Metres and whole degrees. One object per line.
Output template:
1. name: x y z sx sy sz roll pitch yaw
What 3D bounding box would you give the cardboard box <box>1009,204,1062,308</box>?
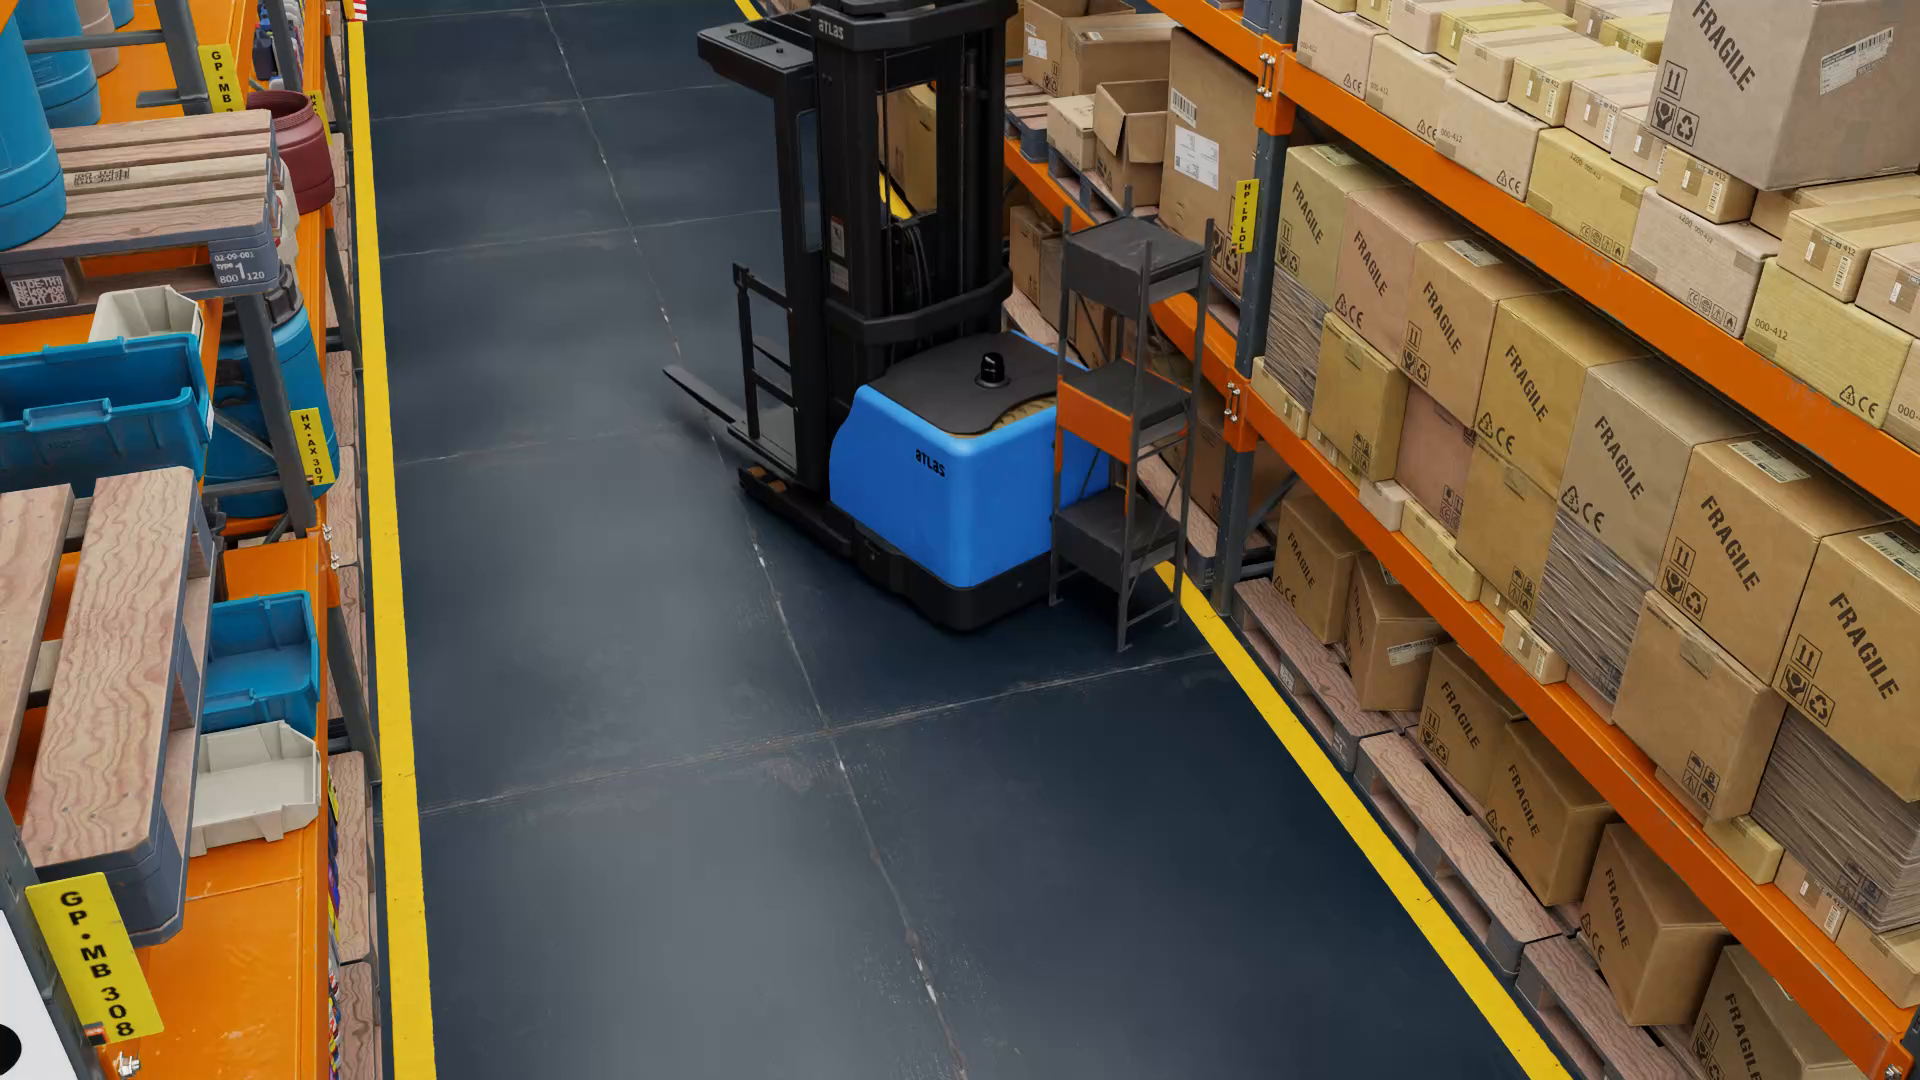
1. cardboard box: 0.738 -1.874 10.734 0.700 0.500 0.500 -12 35 -17

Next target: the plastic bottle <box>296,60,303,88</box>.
1. plastic bottle: -4.318 -3.028 10.728 0.097 0.271 0.097 0 33 0

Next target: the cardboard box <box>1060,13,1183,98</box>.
1. cardboard box: 0.983 -2.746 9.713 0.700 0.500 0.500 -5 34 -8

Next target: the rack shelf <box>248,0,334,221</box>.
1. rack shelf: -4.812 -2.999 11.220 1.077 0.370 4.000 -10 35 -15

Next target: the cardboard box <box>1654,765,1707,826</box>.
1. cardboard box: 2.409 0.720 5.167 0.380 0.149 0.250 -10 35 -15

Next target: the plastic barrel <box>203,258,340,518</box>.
1. plastic barrel: -2.812 -0.612 6.501 0.600 0.901 0.708 -10 35 -15

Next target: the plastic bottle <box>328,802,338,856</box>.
1. plastic bottle: -2.511 1.062 6.426 0.144 0.351 0.185 -11 35 -16

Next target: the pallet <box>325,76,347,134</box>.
1. pallet: -5.684 -3.566 13.954 1.003 0.211 1.213 -10 35 -15

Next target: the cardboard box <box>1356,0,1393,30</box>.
1. cardboard box: 1.686 -1.986 6.089 0.380 0.149 0.250 -12 35 -17

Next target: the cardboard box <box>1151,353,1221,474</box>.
1. cardboard box: 1.440 -0.702 8.960 0.700 0.500 0.500 -10 35 -15

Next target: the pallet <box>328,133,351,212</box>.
1. pallet: -5.227 -2.774 12.756 1.003 0.211 1.213 -10 35 -15

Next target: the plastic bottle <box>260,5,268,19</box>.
1. plastic bottle: -4.801 -3.585 11.571 0.097 0.271 0.097 0 33 0

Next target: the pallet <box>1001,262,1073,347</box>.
1. pallet: 0.751 -1.508 10.841 1.003 0.211 1.213 -10 35 -15

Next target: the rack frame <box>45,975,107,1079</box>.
1. rack frame: -1.762 1.951 3.077 1.000 3.000 0.127 -10 35 -15

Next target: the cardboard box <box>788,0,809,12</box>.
1. cardboard box: -1.105 -5.304 15.602 0.875 0.875 0.875 -10 35 -15

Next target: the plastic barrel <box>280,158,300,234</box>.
1. plastic barrel: -3.685 -1.792 8.639 0.421 0.512 0.421 0 33 0

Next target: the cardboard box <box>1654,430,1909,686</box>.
1. cardboard box: 2.394 0.026 4.722 0.500 0.500 0.500 -10 35 -15

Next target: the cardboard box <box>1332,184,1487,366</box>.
1. cardboard box: 1.784 -1.024 6.311 0.500 0.500 0.500 -10 35 -15

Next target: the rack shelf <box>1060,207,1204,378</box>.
1. rack shelf: 0.755 -1.084 7.241 0.431 0.518 0.480 -24 41 -32

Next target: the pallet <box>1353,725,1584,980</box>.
1. pallet: 2.349 1.170 6.788 1.003 0.211 1.213 -10 35 -15

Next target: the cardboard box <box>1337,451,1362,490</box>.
1. cardboard box: 1.766 -0.324 6.747 0.380 0.149 0.250 -10 35 -15

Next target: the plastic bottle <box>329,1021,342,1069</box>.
1. plastic bottle: -2.153 1.669 5.579 0.097 0.271 0.097 0 33 0

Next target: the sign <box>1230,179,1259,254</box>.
1. sign: 1.207 -1.370 7.052 0.100 0.325 0.005 -10 35 -15

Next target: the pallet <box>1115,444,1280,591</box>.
1. pallet: 1.496 -0.227 8.902 1.003 0.211 1.213 -10 35 -15

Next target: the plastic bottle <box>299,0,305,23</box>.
1. plastic bottle: -4.831 -3.901 11.978 0.144 0.351 0.185 -10 35 -15

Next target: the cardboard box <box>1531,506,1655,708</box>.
1. cardboard box: 2.435 0.147 5.447 0.875 0.500 0.500 -10 35 -15

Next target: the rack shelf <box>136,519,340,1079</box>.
1. rack shelf: -2.372 1.201 4.864 1.077 0.370 4.000 -10 35 -15

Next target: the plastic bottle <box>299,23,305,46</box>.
1. plastic bottle: -4.627 -3.530 11.552 0.097 0.201 0.097 0 33 0

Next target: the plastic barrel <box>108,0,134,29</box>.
1. plastic barrel: -3.743 -2.527 6.678 0.600 0.901 0.708 -10 35 -15

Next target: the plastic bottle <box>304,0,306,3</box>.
1. plastic bottle: -4.994 -4.145 12.415 0.152 0.276 0.135 -10 35 -15

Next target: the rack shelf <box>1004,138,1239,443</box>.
1. rack shelf: 1.125 -1.732 9.303 1.077 0.370 4.000 -10 35 -15

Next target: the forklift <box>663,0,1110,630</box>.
1. forklift: -0.554 -1.535 8.415 1.130 2.935 3.031 -24 41 -32

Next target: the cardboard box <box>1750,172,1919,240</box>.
1. cardboard box: 2.361 -0.891 4.431 0.380 0.149 0.250 -10 35 -14

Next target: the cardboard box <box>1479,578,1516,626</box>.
1. cardboard box: 2.104 0.195 5.962 0.380 0.149 0.250 -10 35 -15

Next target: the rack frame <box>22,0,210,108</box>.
1. rack frame: -2.982 -2.652 4.601 1.000 3.000 0.127 -10 35 -15

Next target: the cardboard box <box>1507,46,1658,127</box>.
1. cardboard box: 1.974 -1.436 5.257 0.380 0.149 0.250 -11 35 -16

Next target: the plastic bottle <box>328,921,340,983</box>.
1. plastic bottle: -2.308 1.450 5.907 0.152 0.276 0.135 -9 35 -14

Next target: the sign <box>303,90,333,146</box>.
1. sign: -3.681 -2.414 9.534 0.100 0.325 0.005 -10 35 -15

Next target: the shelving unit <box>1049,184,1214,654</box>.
1. shelving unit: 0.755 -0.511 7.619 0.431 2.100 0.503 -24 41 -32

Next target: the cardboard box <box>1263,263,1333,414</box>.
1. cardboard box: 1.813 -0.901 7.033 0.875 0.500 0.500 -10 35 -15

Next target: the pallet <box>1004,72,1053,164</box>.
1. pallet: 0.833 -2.646 10.207 1.213 0.211 1.003 -10 35 -15

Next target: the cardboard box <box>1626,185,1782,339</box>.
1. cardboard box: 2.262 -0.813 4.675 0.500 0.250 0.500 -9 35 -14

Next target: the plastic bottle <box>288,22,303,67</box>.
1. plastic bottle: -4.495 -3.323 11.103 0.144 0.351 0.185 -10 35 -15

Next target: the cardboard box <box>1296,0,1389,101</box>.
1. cardboard box: 1.628 -1.892 6.307 0.500 0.250 0.500 -11 35 -17

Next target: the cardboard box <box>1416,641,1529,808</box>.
1. cardboard box: 2.265 0.715 6.834 0.500 0.500 0.500 -13 36 -19

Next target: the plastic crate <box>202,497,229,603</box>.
1. plastic crate: -2.944 0.173 5.824 0.767 0.338 0.504 -10 35 -15

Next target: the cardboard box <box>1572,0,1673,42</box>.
1. cardboard box: 2.371 -1.802 5.809 0.380 0.149 0.250 -11 35 -16

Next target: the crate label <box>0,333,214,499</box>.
1. crate label: -2.018 -0.277 3.862 0.502 0.251 0.408 -10 35 -15
